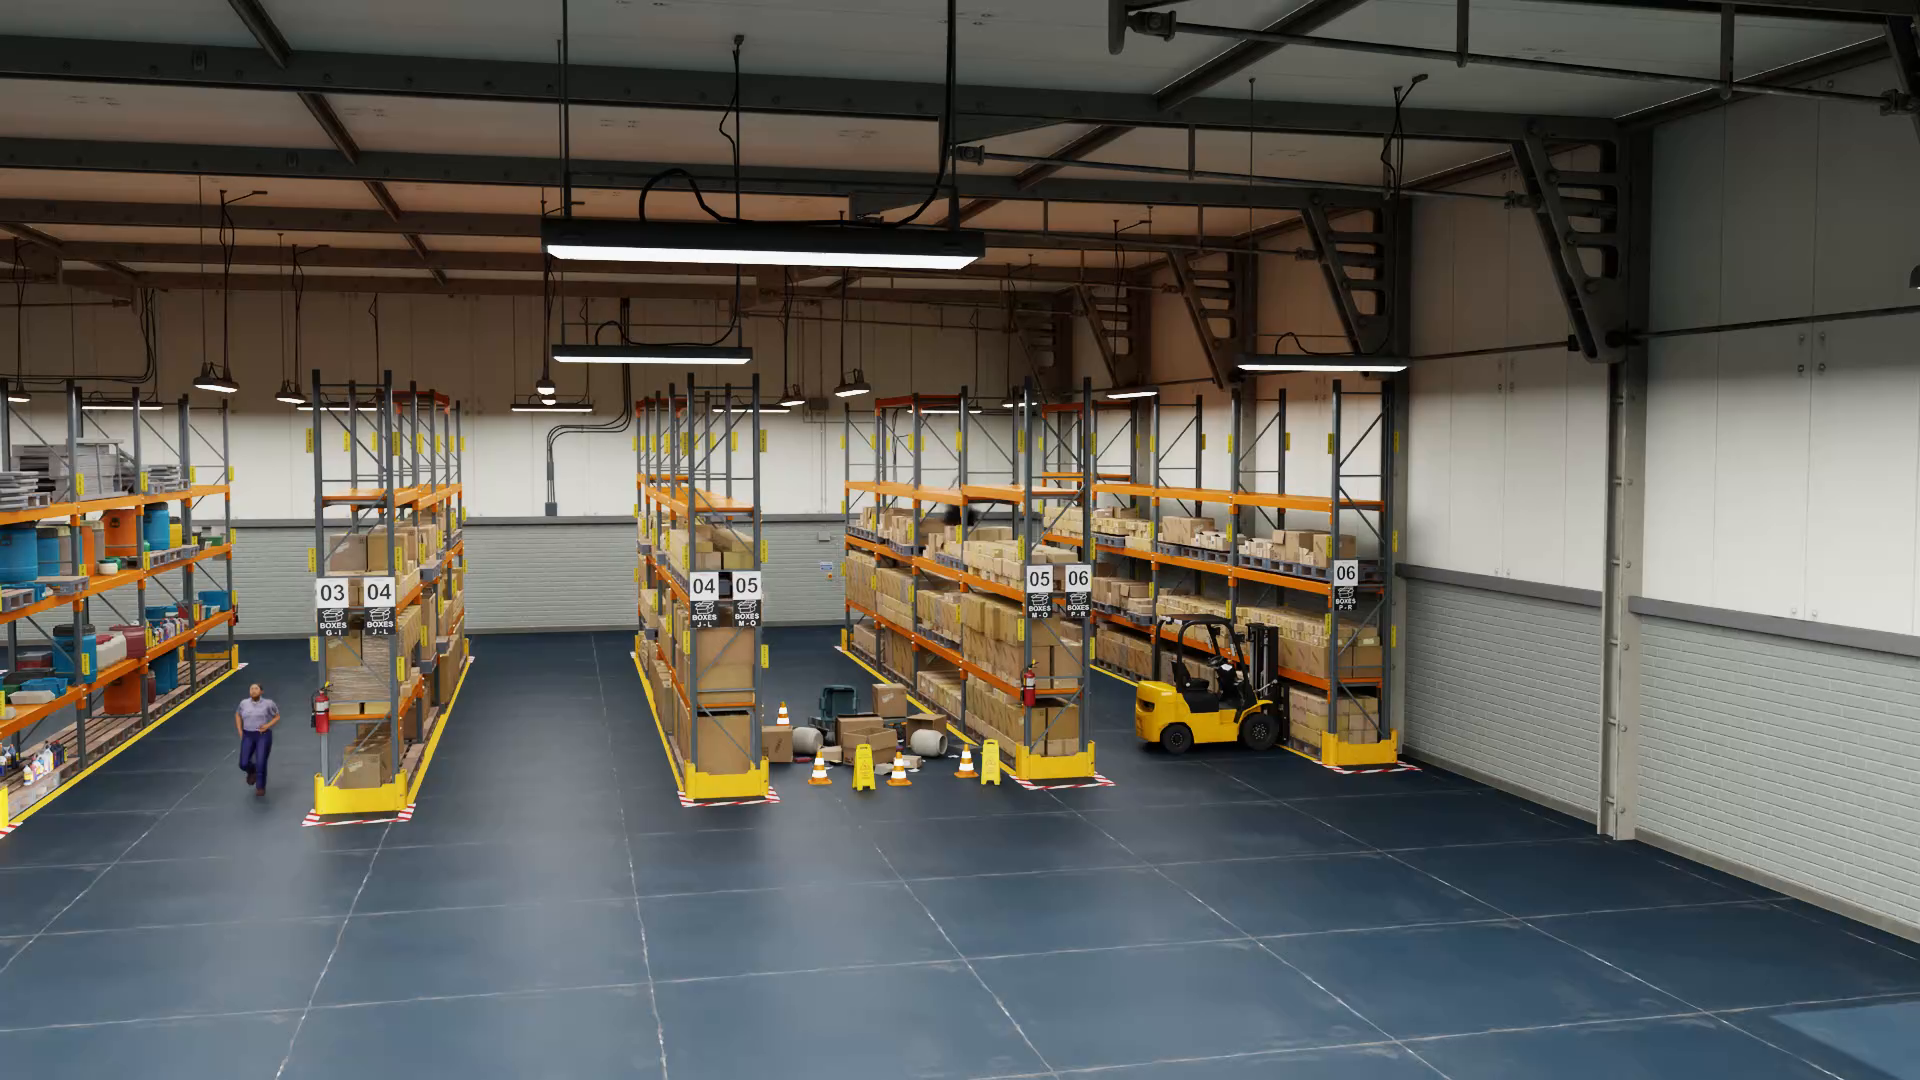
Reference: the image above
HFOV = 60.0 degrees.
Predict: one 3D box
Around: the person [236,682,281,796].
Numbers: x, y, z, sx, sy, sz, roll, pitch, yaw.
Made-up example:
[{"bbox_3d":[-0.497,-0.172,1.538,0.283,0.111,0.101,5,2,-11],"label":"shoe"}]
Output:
[{"bbox_3d":[-10.036,2.836,23.732,0.634,1.612,0.559,0,3,-7],"label":"person"}]
